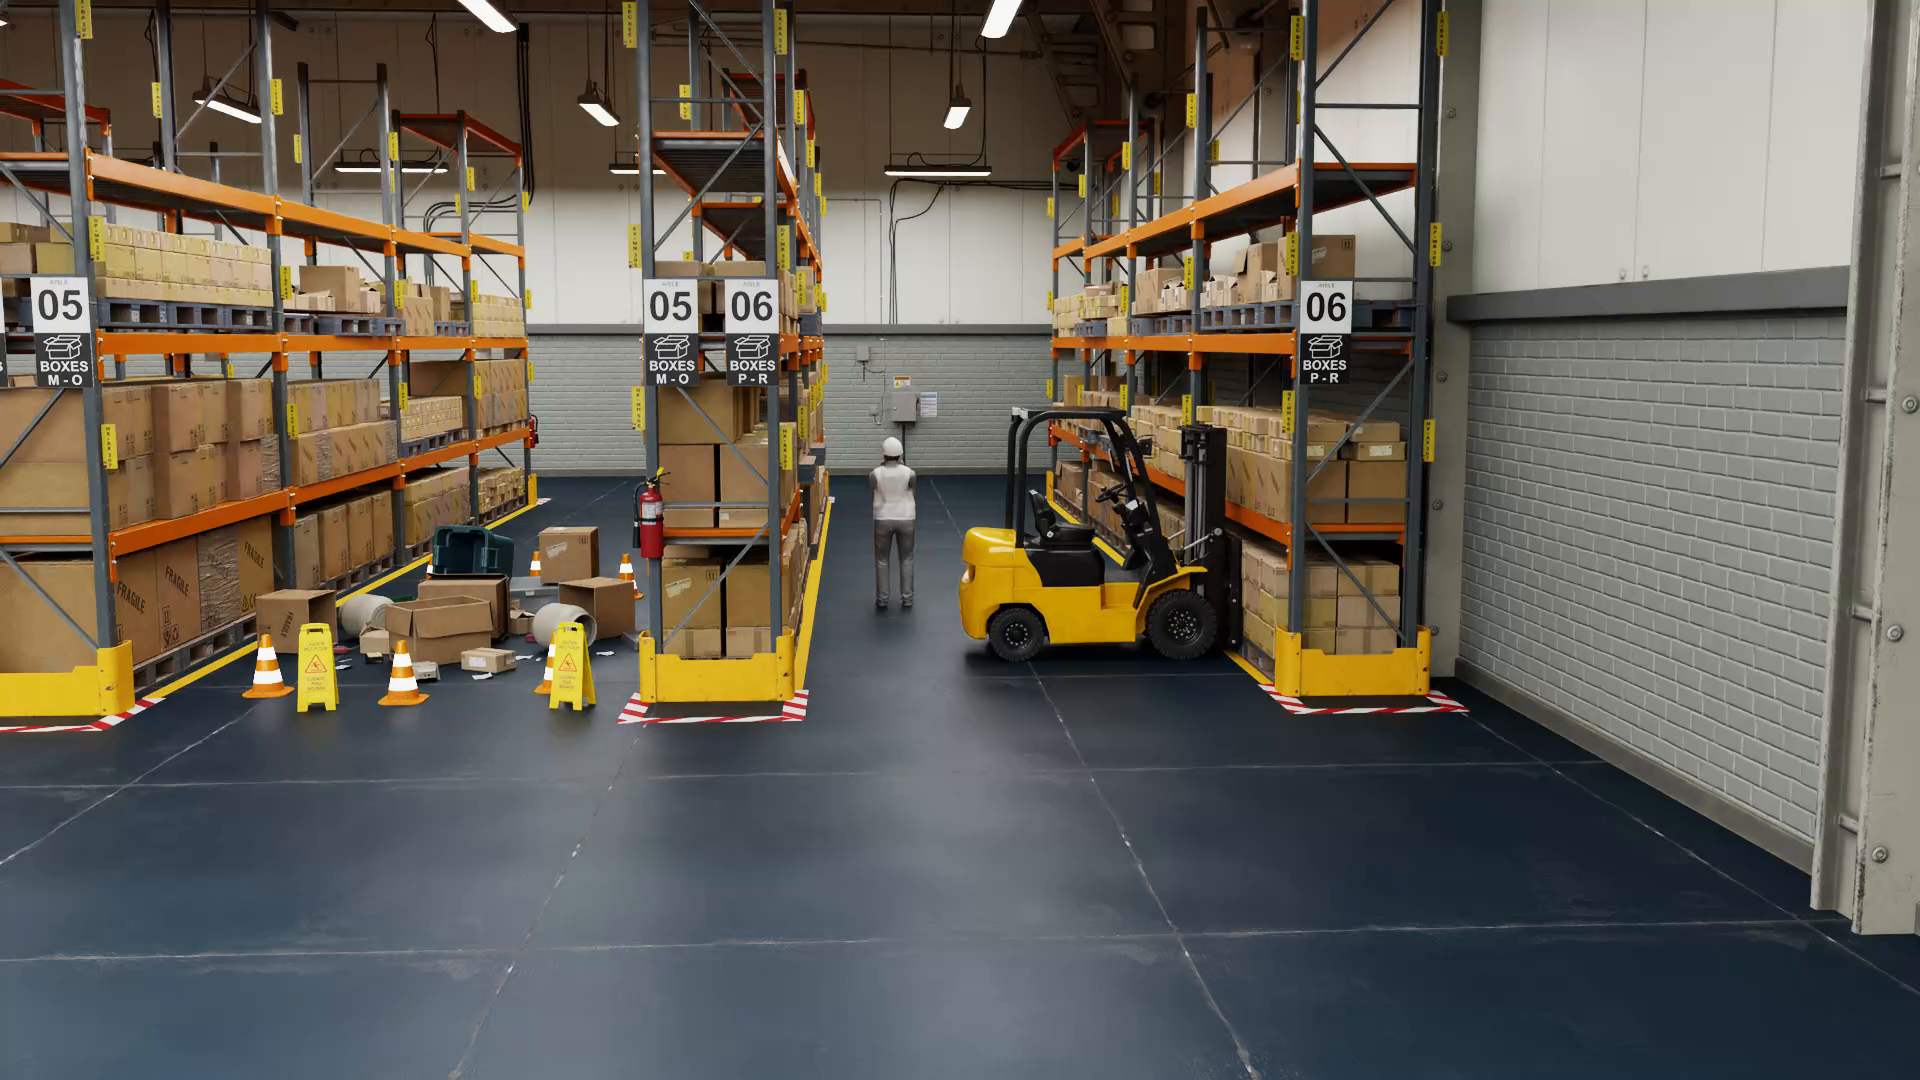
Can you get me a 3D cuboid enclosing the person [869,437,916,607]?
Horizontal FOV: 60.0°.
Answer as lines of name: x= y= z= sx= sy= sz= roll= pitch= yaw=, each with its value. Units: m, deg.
person: x=-0.707 y=-0.203 z=17.372 sx=0.494 sy=1.762 sz=0.564 roll=0 pitch=7 yaw=-4
